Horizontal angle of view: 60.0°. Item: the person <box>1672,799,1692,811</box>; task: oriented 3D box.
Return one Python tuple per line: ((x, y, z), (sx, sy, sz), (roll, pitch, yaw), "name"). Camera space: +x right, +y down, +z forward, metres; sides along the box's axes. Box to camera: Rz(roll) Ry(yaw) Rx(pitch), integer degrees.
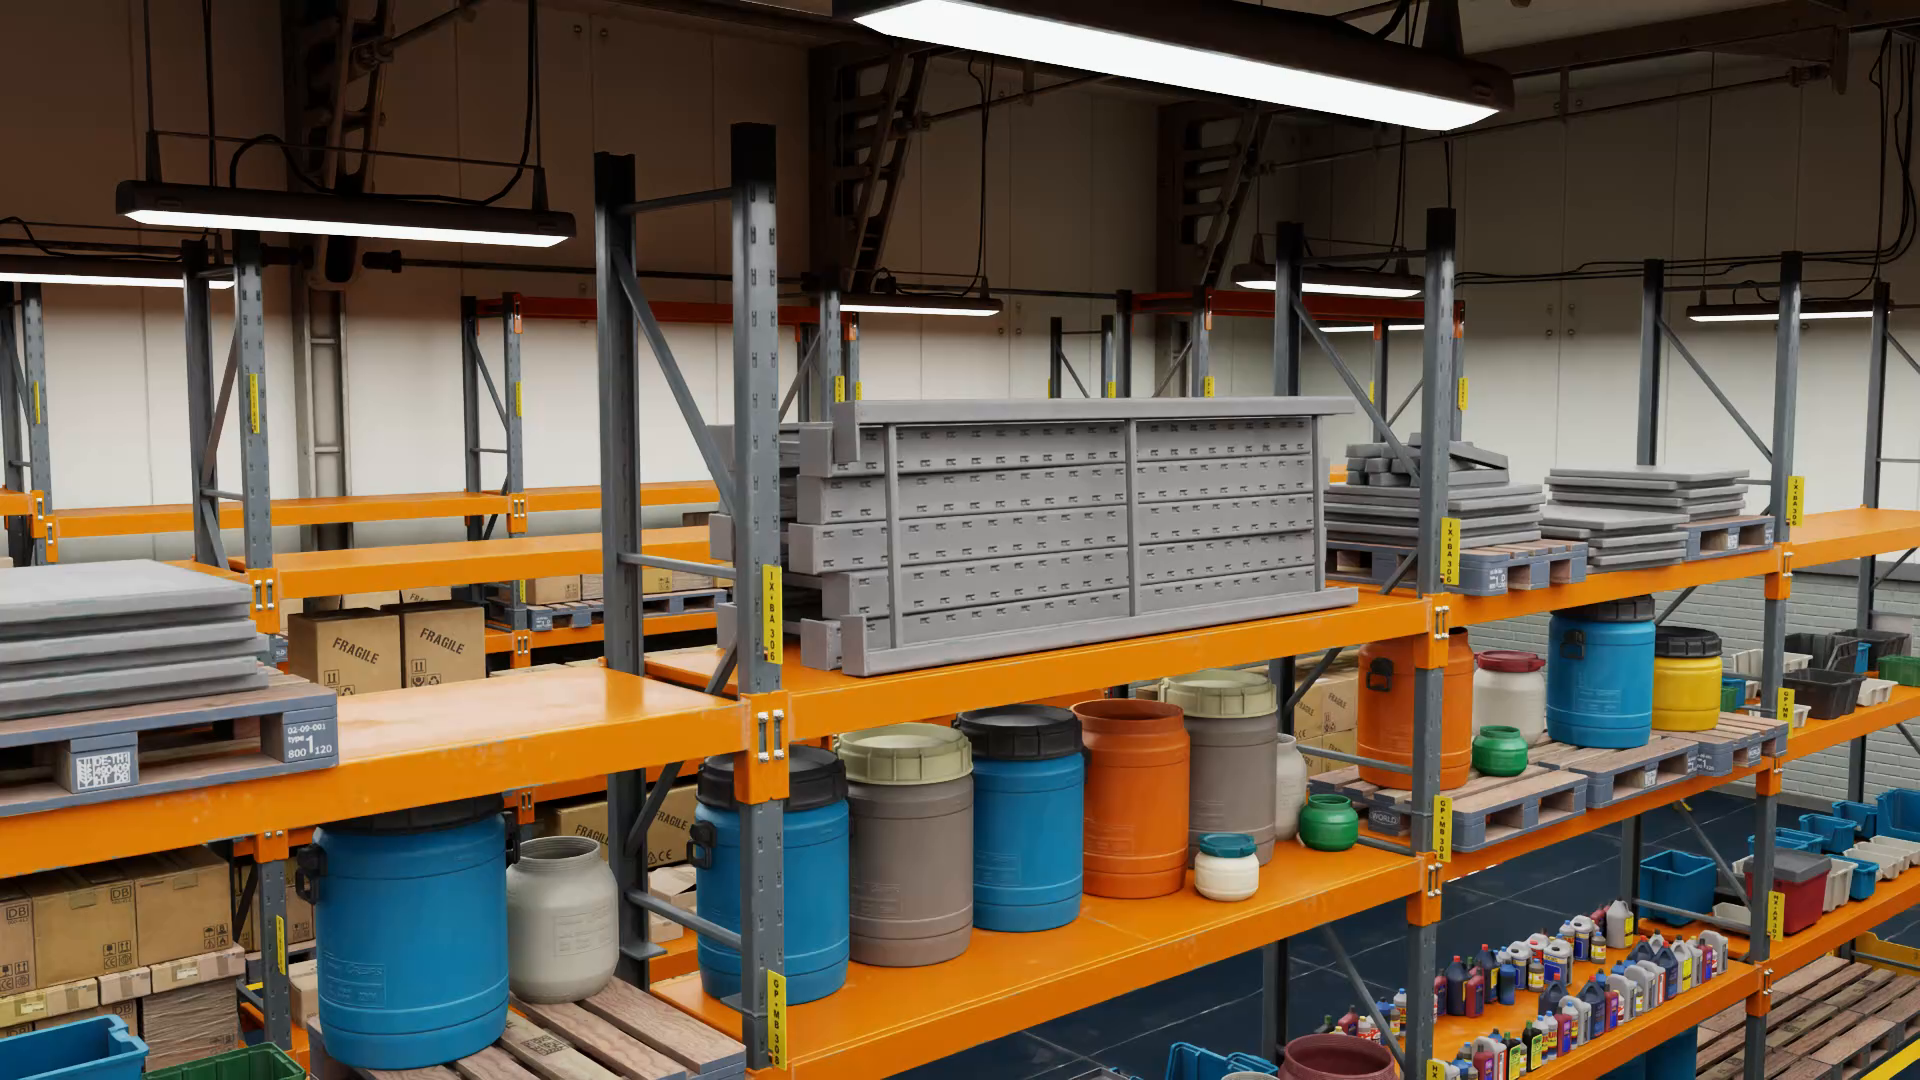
((8.642, 2.418, 20.324), (0.563, 1.655, 1.007), (-2, 6, -16), "person")
